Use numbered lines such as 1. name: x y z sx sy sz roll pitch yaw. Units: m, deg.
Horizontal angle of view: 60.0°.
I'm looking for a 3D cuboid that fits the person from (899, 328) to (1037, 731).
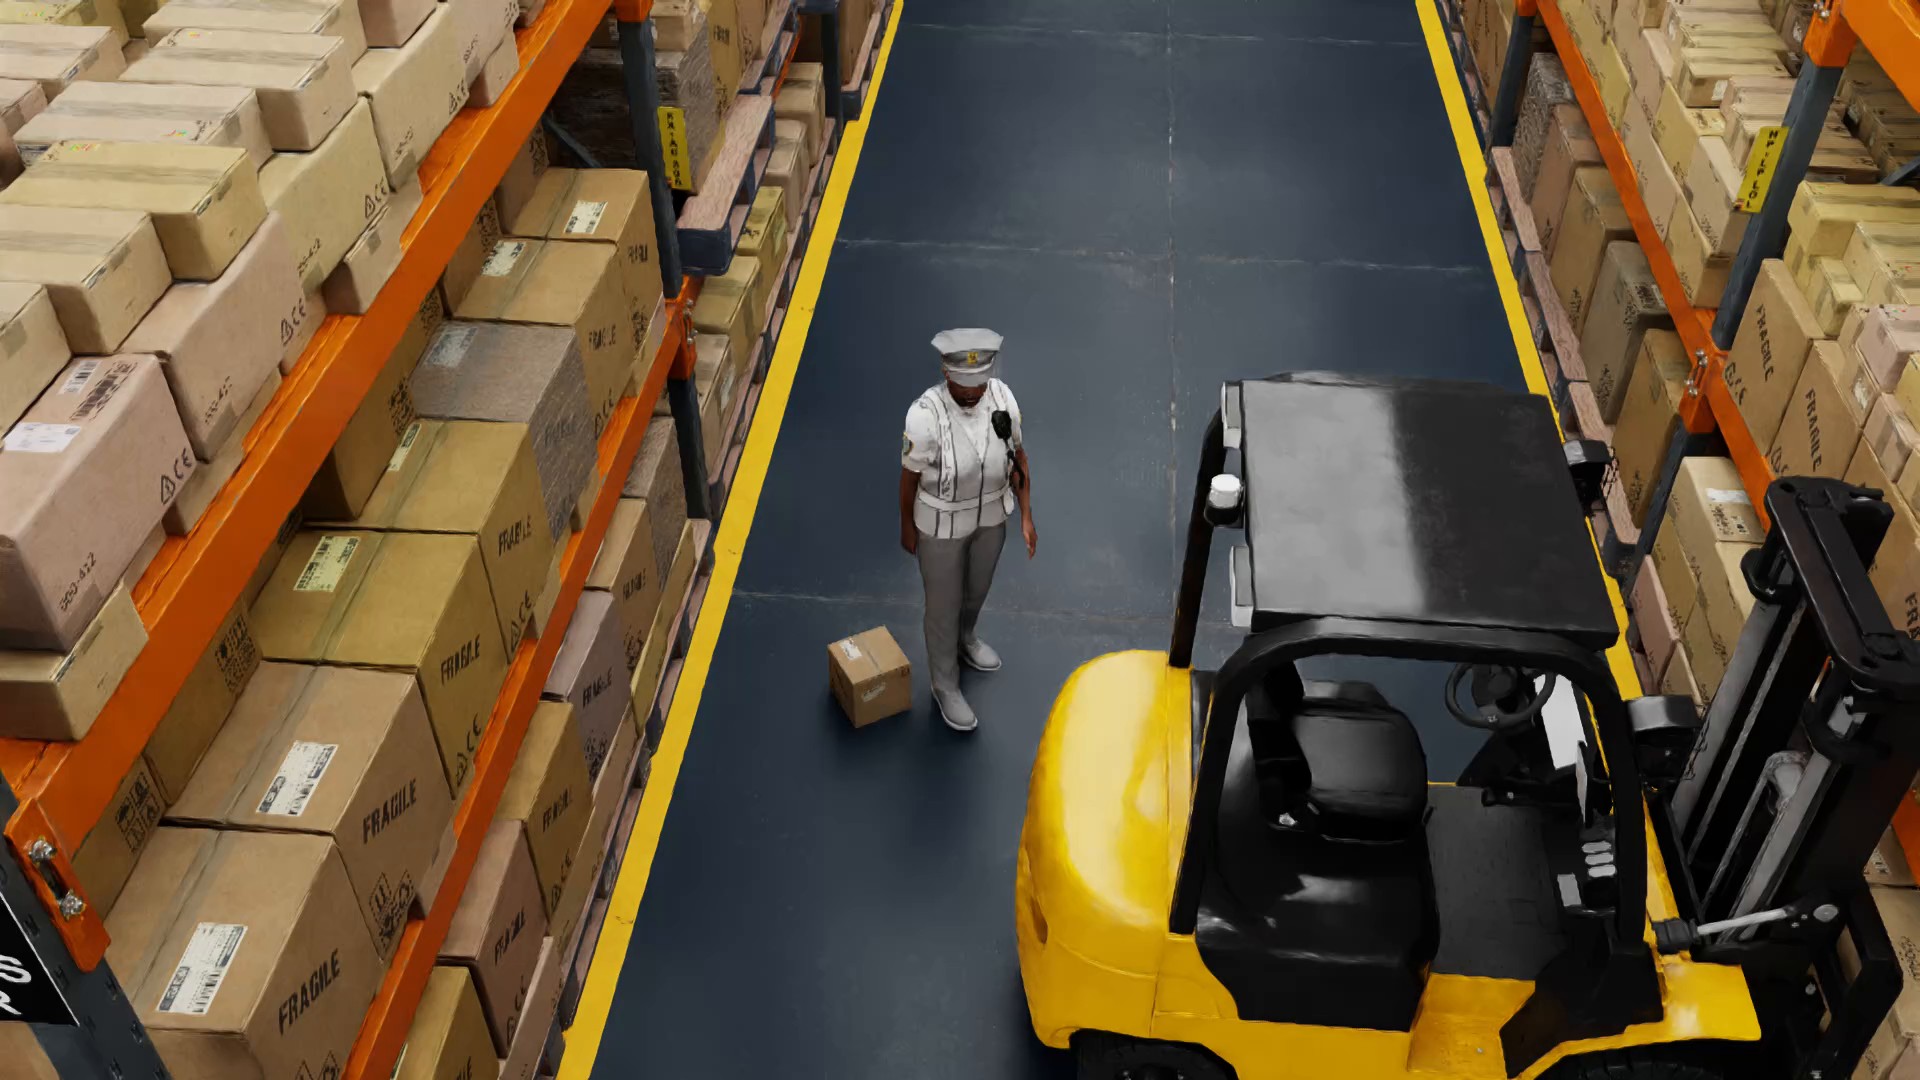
1. person: 0.032 -0.067 6.219 0.483 1.685 0.523 -21 44 -23
